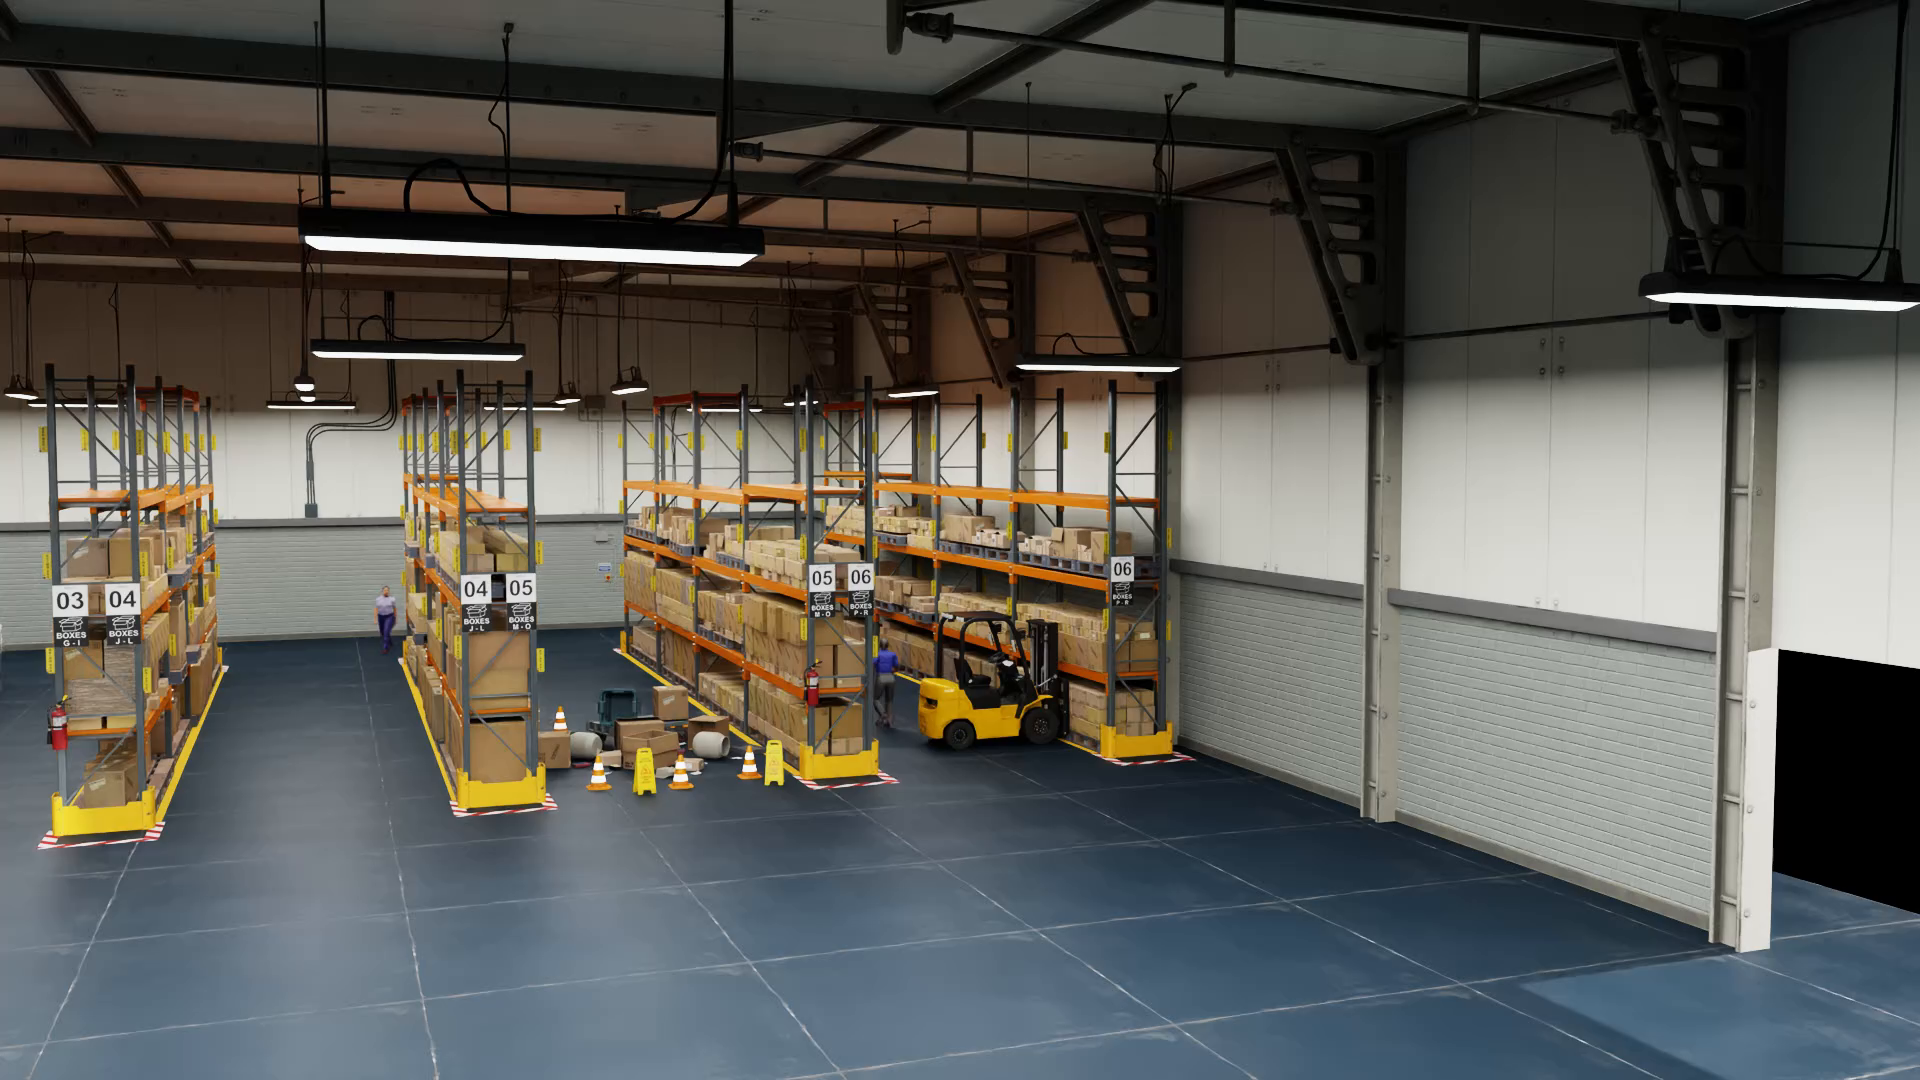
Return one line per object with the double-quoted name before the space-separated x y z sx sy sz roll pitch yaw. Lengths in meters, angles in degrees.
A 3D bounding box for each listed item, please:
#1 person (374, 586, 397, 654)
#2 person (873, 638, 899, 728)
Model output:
"person" -13.640 1.875 39.533 0.452 1.592 1.006 0 3 7
"person" -1.355 2.513 29.427 0.577 1.553 0.720 -1 4 -19
